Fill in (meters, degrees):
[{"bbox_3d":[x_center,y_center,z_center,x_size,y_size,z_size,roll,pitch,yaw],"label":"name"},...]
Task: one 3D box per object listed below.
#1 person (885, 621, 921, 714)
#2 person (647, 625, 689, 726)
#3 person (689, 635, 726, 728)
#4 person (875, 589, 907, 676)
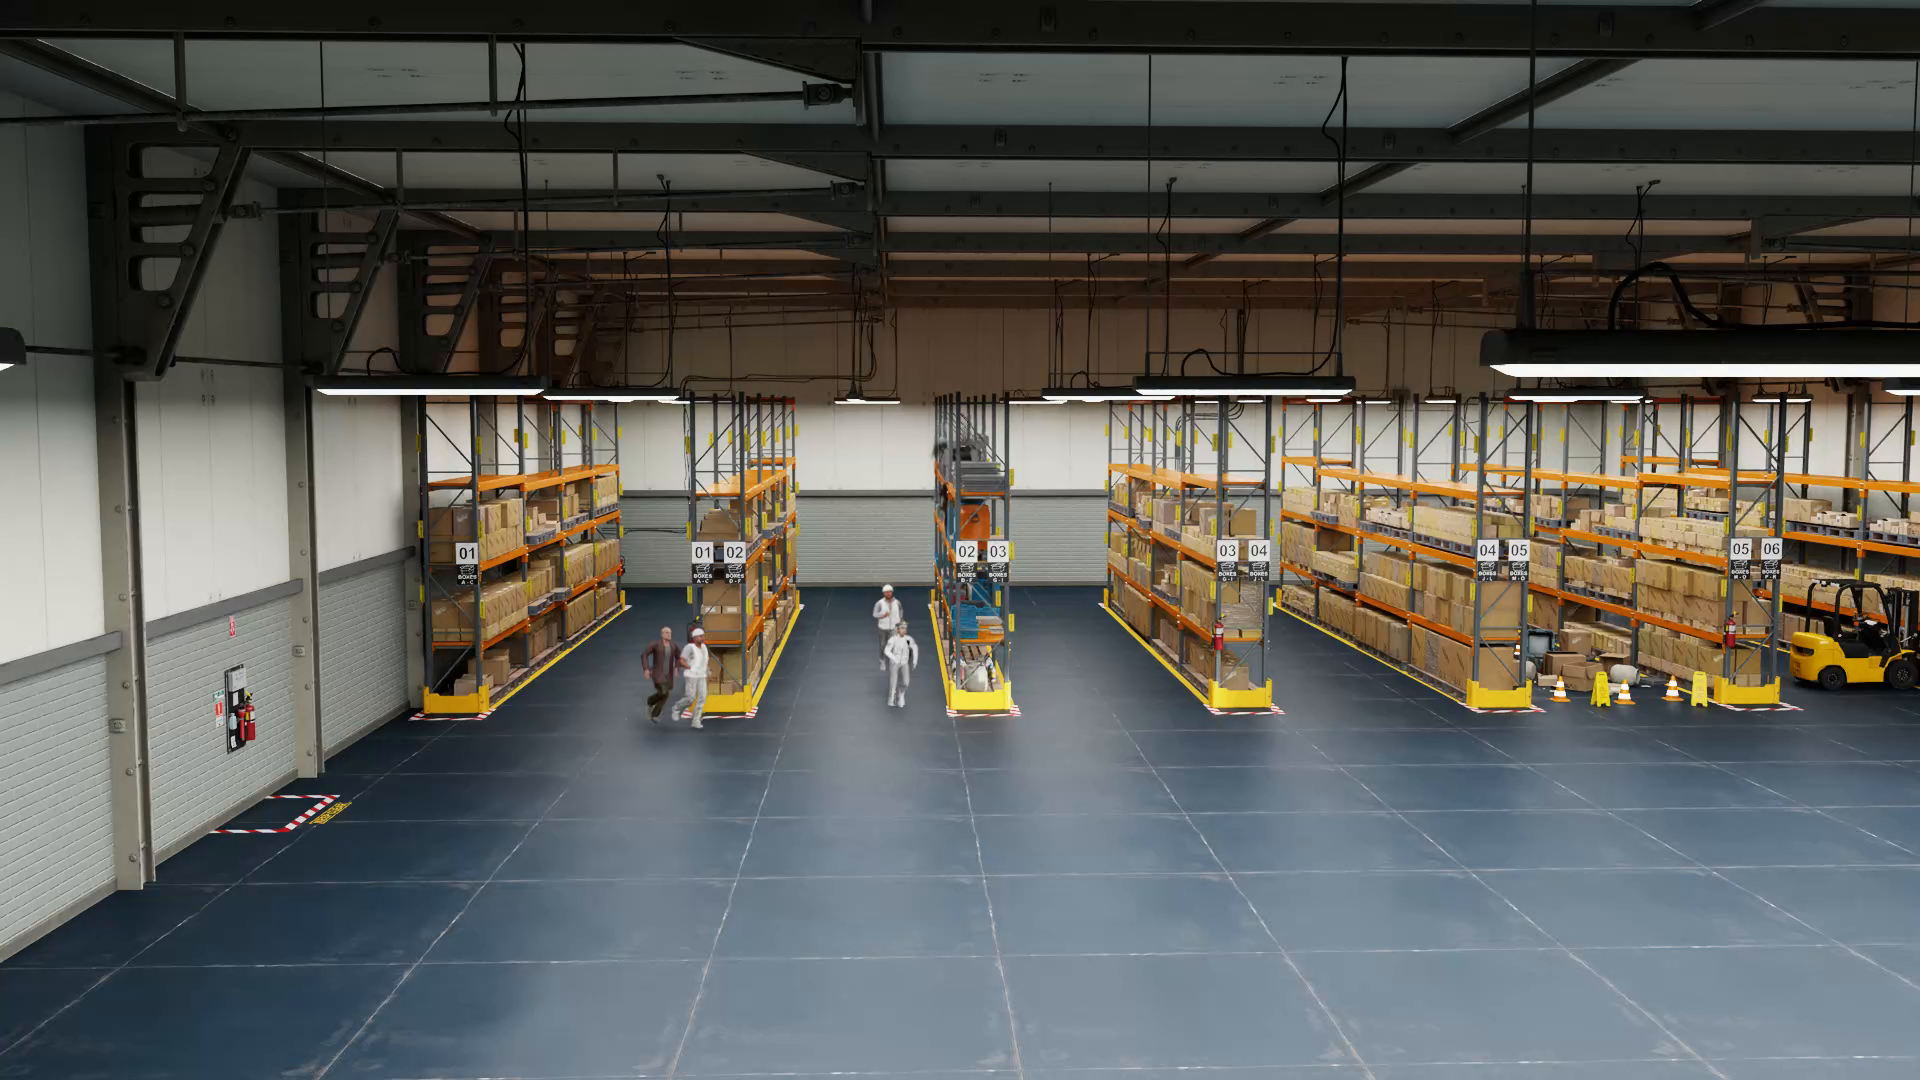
[{"bbox_3d":[-1.017,2.369,31.413,0.674,1.713,0.831,-2,5,-20],"label":"person"},{"bbox_3d":[-5.241,2.429,30.135,0.689,1.756,0.766,-4,6,-41],"label":"person"},{"bbox_3d":[-4.450,2.491,29.722,0.535,1.695,0.690,2,5,28],"label":"person"},{"bbox_3d":[-1.384,1.871,33.692,0.661,1.740,0.569,-1,5,-12],"label":"person"}]
